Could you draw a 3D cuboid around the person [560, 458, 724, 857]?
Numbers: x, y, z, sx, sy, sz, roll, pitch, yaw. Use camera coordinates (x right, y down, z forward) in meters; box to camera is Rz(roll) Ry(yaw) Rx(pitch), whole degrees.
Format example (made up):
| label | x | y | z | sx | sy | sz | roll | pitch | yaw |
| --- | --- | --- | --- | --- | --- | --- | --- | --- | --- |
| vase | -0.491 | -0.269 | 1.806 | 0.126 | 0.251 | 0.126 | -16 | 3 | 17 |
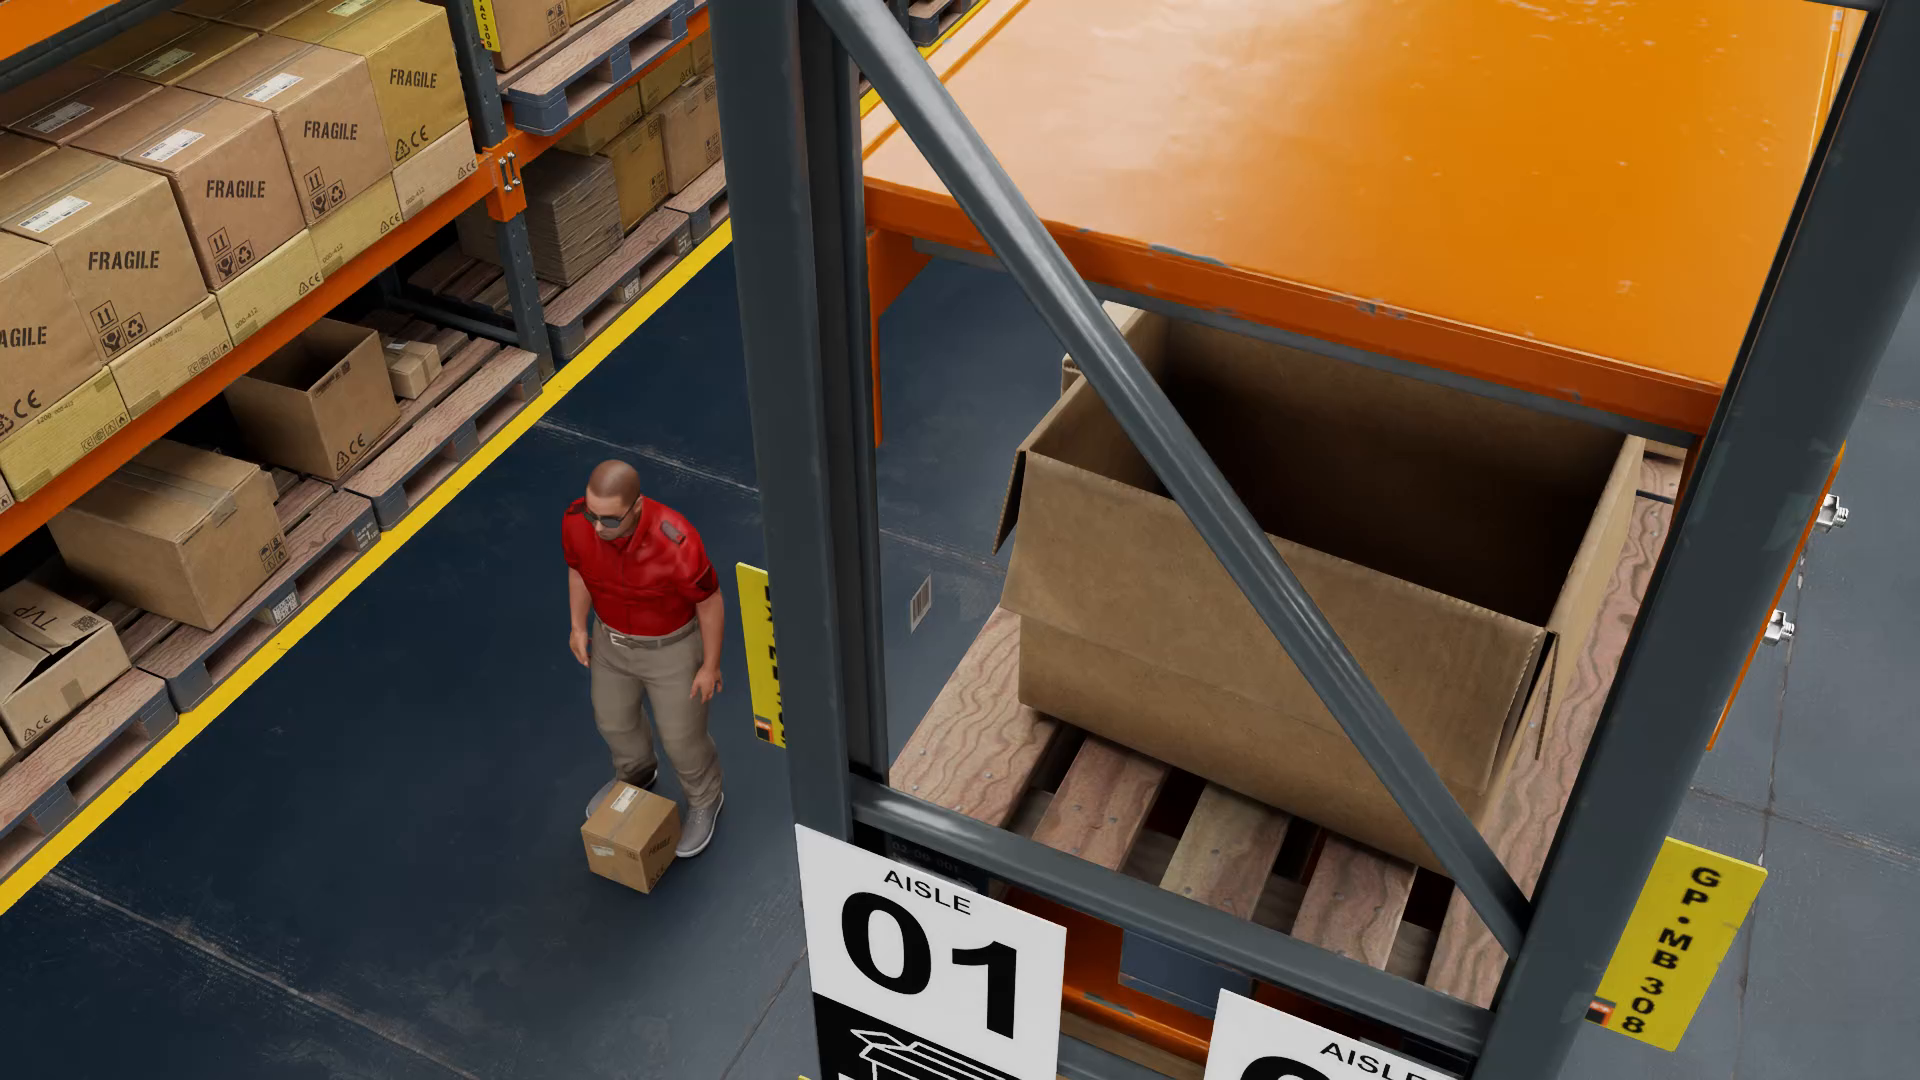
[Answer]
| label | x | y | z | sx | sy | sz | roll | pitch | yaw |
| --- | --- | --- | --- | --- | --- | --- | --- | --- | --- |
| person | -1.096 | 0.376 | 5.748 | 0.587 | 1.727 | 0.395 | 18 | 45 | 19 |
